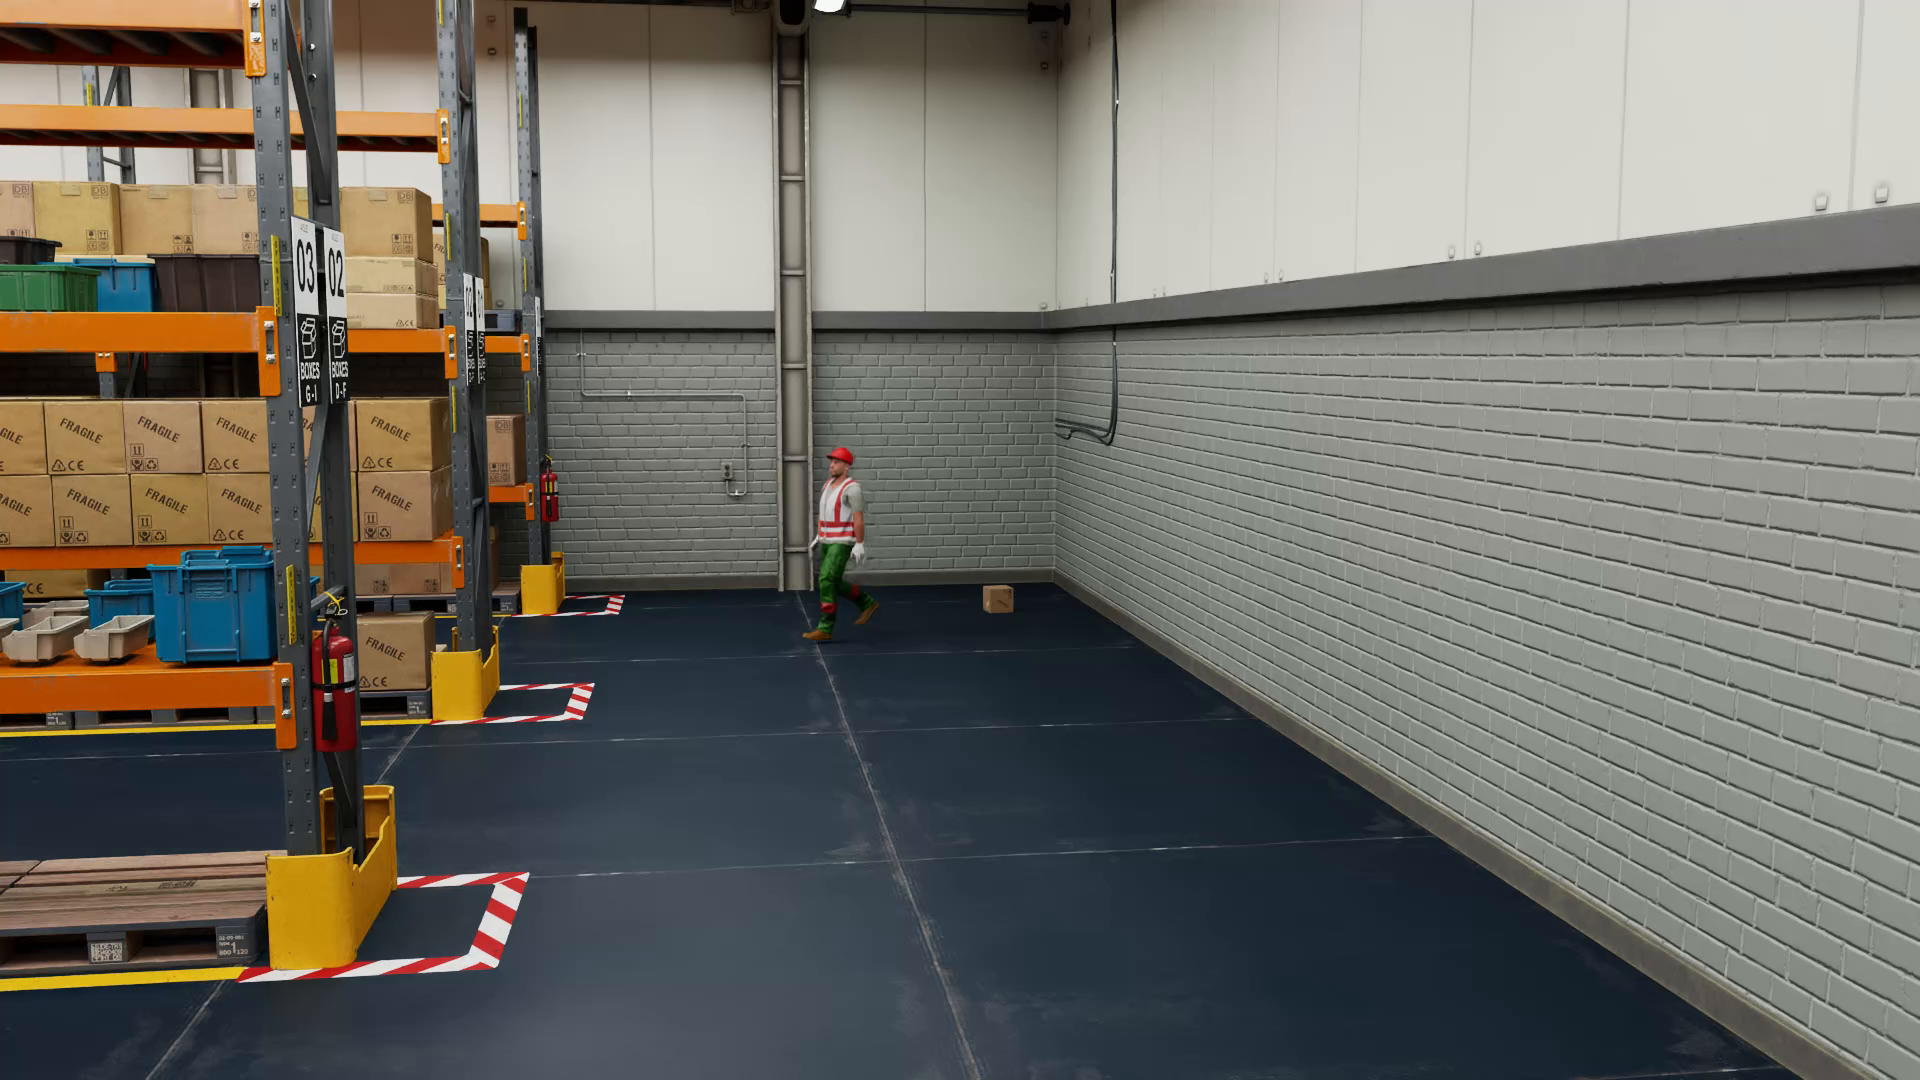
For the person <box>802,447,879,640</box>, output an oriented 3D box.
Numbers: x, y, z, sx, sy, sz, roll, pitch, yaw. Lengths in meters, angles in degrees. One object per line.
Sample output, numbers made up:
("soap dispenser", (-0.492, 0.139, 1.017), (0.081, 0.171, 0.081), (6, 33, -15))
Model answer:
("person", (-1.092, 0.022, 15.320), (0.918, 1.756, 0.537), (-5, 8, -36))
